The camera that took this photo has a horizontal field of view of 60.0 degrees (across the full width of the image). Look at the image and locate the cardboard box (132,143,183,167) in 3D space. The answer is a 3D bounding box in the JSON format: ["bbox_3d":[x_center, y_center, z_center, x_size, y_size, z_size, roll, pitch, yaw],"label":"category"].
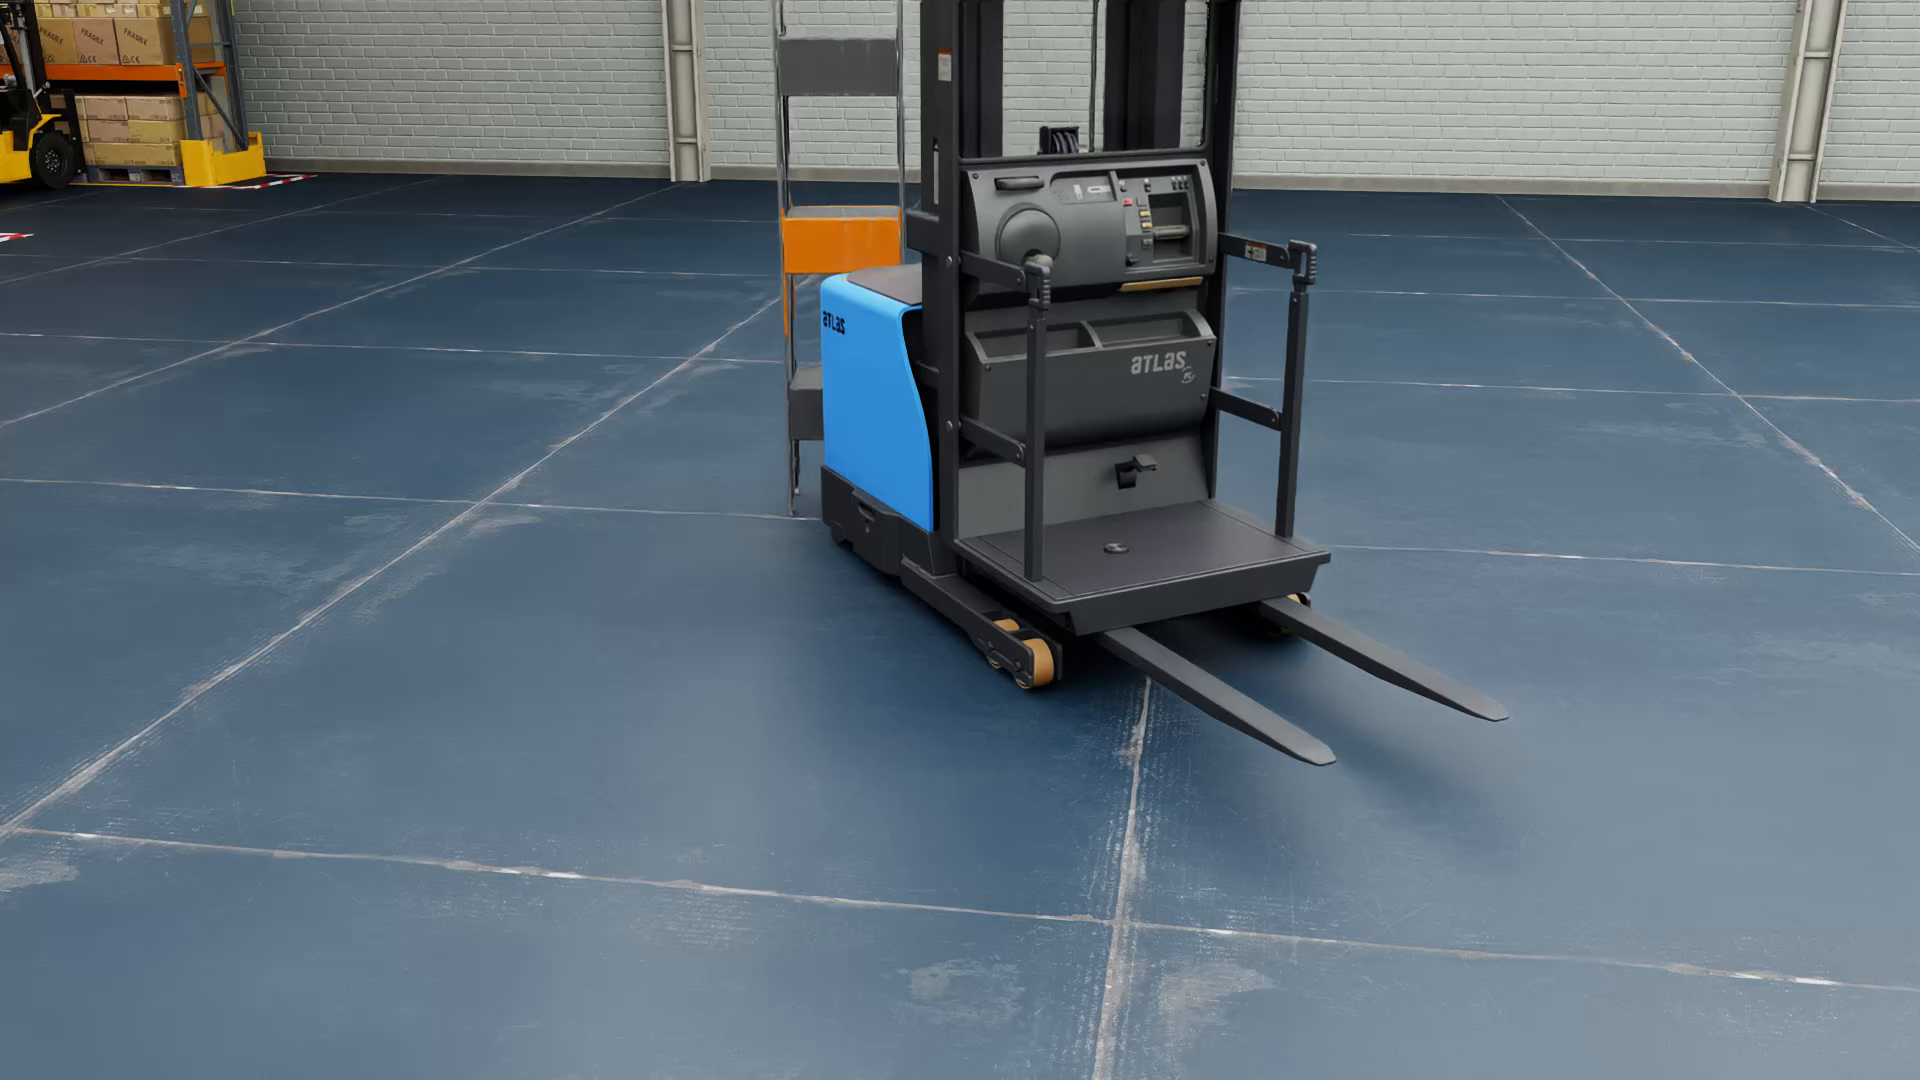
[{"bbox_3d":[-9.009,-4.399,18.895,0.500,0.250,0.500,3,19,9],"label":"cardboard box"}]

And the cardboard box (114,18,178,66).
[{"bbox_3d":[-9.022,-5.569,18.562,0.500,0.500,0.500,3,19,7],"label":"cardboard box"}]

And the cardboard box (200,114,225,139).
[{"bbox_3d":[-8.926,-4.800,19.306,0.500,0.250,0.500,3,19,10],"label":"cardboard box"}]

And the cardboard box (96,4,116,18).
[{"bbox_3d":[-9.385,-5.900,18.528,0.250,0.149,0.380,3,19,10],"label":"cardboard box"}]

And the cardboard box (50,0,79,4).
[{"bbox_3d":[-9.902,-6.049,18.505,0.250,0.149,0.380,3,19,10],"label":"cardboard box"}]

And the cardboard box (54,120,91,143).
[{"bbox_3d":[-10.031,-4.686,18.965,0.500,0.250,0.500,2,19,7],"label":"cardboard box"}]

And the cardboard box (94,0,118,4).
[{"bbox_3d":[-9.393,-6.035,18.463,0.250,0.149,0.380,3,19,10],"label":"cardboard box"}]

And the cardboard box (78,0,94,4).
[{"bbox_3d":[-9.627,-6.070,18.570,0.250,0.149,0.380,3,19,9],"label":"cardboard box"}]

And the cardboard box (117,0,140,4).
[{"bbox_3d":[-9.130,-6.030,18.449,0.250,0.149,0.380,3,19,9],"label":"cardboard box"}]

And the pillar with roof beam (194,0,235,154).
[{"bbox_3d":[-9.722,-7.393,14.716,0.400,9.000,9.100,3,19,9],"label":"pillar with roof beam"}]

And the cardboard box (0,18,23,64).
[{"bbox_3d":[-10.537,-5.646,18.791,0.500,0.500,0.500,3,19,9],"label":"cardboard box"}]

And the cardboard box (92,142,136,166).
[{"bbox_3d":[-9.498,-4.427,18.978,0.500,0.250,0.500,3,19,9],"label":"cardboard box"}]

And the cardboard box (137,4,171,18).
[{"bbox_3d":[-8.881,-5.864,18.421,0.250,0.149,0.380,3,19,9],"label":"cardboard box"}]

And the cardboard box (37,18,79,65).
[{"bbox_3d":[-10.039,-5.624,18.726,0.500,0.500,0.500,3,19,8],"label":"cardboard box"}]

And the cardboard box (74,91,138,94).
[{"bbox_3d":[-9.925,-5.085,19.368,0.500,0.250,0.500,3,19,8],"label":"cardboard box"}]

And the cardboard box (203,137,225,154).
[{"bbox_3d":[-8.949,-4.560,19.377,0.500,0.250,0.500,3,19,9],"label":"cardboard box"}]

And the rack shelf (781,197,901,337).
[{"bbox_3d":[-0.484,-1.150,6.973,0.480,0.518,0.431,0,19,-1],"label":"rack shelf"}]

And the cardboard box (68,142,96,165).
[{"bbox_3d":[-9.991,-4.455,19.062,0.500,0.250,0.500,3,19,9],"label":"cardboard box"}]

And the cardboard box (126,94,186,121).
[{"bbox_3d":[-8.999,-4.874,18.738,0.500,0.250,0.500,4,19,10],"label":"cardboard box"}]

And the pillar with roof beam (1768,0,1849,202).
[{"bbox_3d":[8.050,-6.487,12.009,0.400,9.000,9.100,3,19,9],"label":"pillar with roof beam"}]

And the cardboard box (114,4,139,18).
[{"bbox_3d":[-9.138,-5.867,18.432,0.250,0.149,0.380,3,19,10],"label":"cardboard box"}]

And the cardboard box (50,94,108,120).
[{"bbox_3d":[-10.004,-4.920,18.876,0.500,0.250,0.500,3,19,9],"label":"cardboard box"}]

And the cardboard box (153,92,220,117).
[{"bbox_3d":[-8.939,-5.032,19.211,0.500,0.250,0.500,3,19,8],"label":"cardboard box"}]

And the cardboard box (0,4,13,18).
[{"bbox_3d":[-10.647,-5.953,18.688,0.250,0.149,0.380,3,19,8],"label":"cardboard box"}]

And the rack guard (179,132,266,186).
[{"bbox_3d":[-8.471,-4.393,19.143,0.348,0.500,1.175,3,19,9],"label":"rack guard"}]

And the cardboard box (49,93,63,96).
[{"bbox_3d":[-10.503,-4.948,18.960,0.500,0.250,0.500,3,19,8],"label":"cardboard box"}]

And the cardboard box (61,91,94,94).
[{"bbox_3d":[-10.430,-5.113,19.451,0.500,0.250,0.500,3,19,8],"label":"cardboard box"}]

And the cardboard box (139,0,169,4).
[{"bbox_3d":[-8.882,-6.027,18.441,0.250,0.149,0.380,3,19,9],"label":"cardboard box"}]

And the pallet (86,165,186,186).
[{"bbox_3d":[-9.256,-4.282,19.268,1.213,0.211,1.003,3,19,9],"label":"pallet"}]

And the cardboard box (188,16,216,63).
[{"bbox_3d":[-8.940,-5.739,19.069,0.500,0.500,0.500,4,19,10],"label":"cardboard box"}]

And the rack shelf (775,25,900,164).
[{"bbox_3d":[-0.484,-1.813,6.751,0.480,0.518,0.431,0,19,-1],"label":"rack shelf"}]

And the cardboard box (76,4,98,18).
[{"bbox_3d":[-9.628,-5.916,18.576,0.250,0.149,0.380,3,19,8],"label":"cardboard box"}]

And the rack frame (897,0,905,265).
[{"bbox_3d":[-0.240,-1.164,6.973,0.015,2.100,0.400,0,19,-1],"label":"rack frame"}]

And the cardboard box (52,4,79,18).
[{"bbox_3d":[-9.899,-5.914,18.572,0.250,0.149,0.380,2,19,7],"label":"cardboard box"}]

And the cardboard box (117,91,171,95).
[{"bbox_3d":[-9.433,-5.056,19.282,0.500,0.250,0.500,3,19,9],"label":"cardboard box"}]

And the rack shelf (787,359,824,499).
[{"bbox_3d":[-0.484,-0.486,7.195,0.480,0.518,0.431,0,19,-1],"label":"rack shelf"}]

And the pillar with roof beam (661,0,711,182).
[{"bbox_3d":[-3.798,-7.091,13.814,0.400,9.000,9.100,3,19,9],"label":"pillar with roof beam"}]

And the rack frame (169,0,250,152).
[{"bbox_3d":[-8.495,-5.579,18.750,0.127,3.000,1.000,3,19,9],"label":"rack frame"}]

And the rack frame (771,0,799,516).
[{"bbox_3d":[-0.727,-1.161,6.964,0.015,2.100,0.400,0,19,-1],"label":"rack frame"}]

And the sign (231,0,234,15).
[{"bbox_3d":[-8.401,-6.201,19.119,0.005,0.325,0.100,3,19,9],"label":"sign"}]

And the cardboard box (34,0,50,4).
[{"bbox_3d":[-10.158,-6.060,18.539,0.250,0.149,0.380,3,19,10],"label":"cardboard box"}]

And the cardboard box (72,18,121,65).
[{"bbox_3d":[-9.533,-5.598,18.649,0.500,0.500,0.500,4,19,10],"label":"cardboard box"}]

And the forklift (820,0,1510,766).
[{"bbox_3d":[0.551,-1.068,5.375,1.130,2.935,3.031,-9,21,-25],"label":"forklift"}]

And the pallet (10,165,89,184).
[{"bbox_3d":[-10.457,-4.344,19.454,1.213,0.211,1.003,3,19,9],"label":"pallet"}]

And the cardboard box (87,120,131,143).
[{"bbox_3d":[-9.518,-4.667,18.907,0.500,0.250,0.500,3,19,8],"label":"cardboard box"}]

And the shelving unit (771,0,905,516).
[{"bbox_3d":[-0.484,-1.163,6.968,0.503,2.100,0.431,0,19,-1],"label":"shelving unit"}]

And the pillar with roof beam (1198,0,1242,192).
[{"bbox_3d":[2.126,-6.789,12.911,0.400,9.000,9.100,3,19,9],"label":"pillar with roof beam"}]

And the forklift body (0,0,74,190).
[{"bbox_3d":[-10.656,-4.701,17.462,1.214,2.155,2.313,3,19,9],"label":"forklift body"}]

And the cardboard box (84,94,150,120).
[{"bbox_3d":[-9.504,-4.898,18.810,0.500,0.250,0.500,3,19,10],"label":"cardboard box"}]

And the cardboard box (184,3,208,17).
[{"bbox_3d":[-8.788,-6.033,18.925,0.250,0.149,0.380,2,19,7],"label":"cardboard box"}]

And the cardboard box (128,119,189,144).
[{"bbox_3d":[-9.025,-4.638,18.821,0.500,0.250,0.500,3,19,8],"label":"cardboard box"}]

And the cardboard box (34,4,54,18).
[{"bbox_3d":[-10.152,-5.921,18.591,0.250,0.149,0.380,3,19,9],"label":"cardboard box"}]

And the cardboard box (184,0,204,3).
[{"bbox_3d":[-8.792,-6.159,18.835,0.250,0.149,0.380,3,19,8],"label":"cardboard box"}]

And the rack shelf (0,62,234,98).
[{"bbox_3d":[-10.469,-5.339,19.165,4.000,0.370,1.077,3,19,9],"label":"rack shelf"}]
